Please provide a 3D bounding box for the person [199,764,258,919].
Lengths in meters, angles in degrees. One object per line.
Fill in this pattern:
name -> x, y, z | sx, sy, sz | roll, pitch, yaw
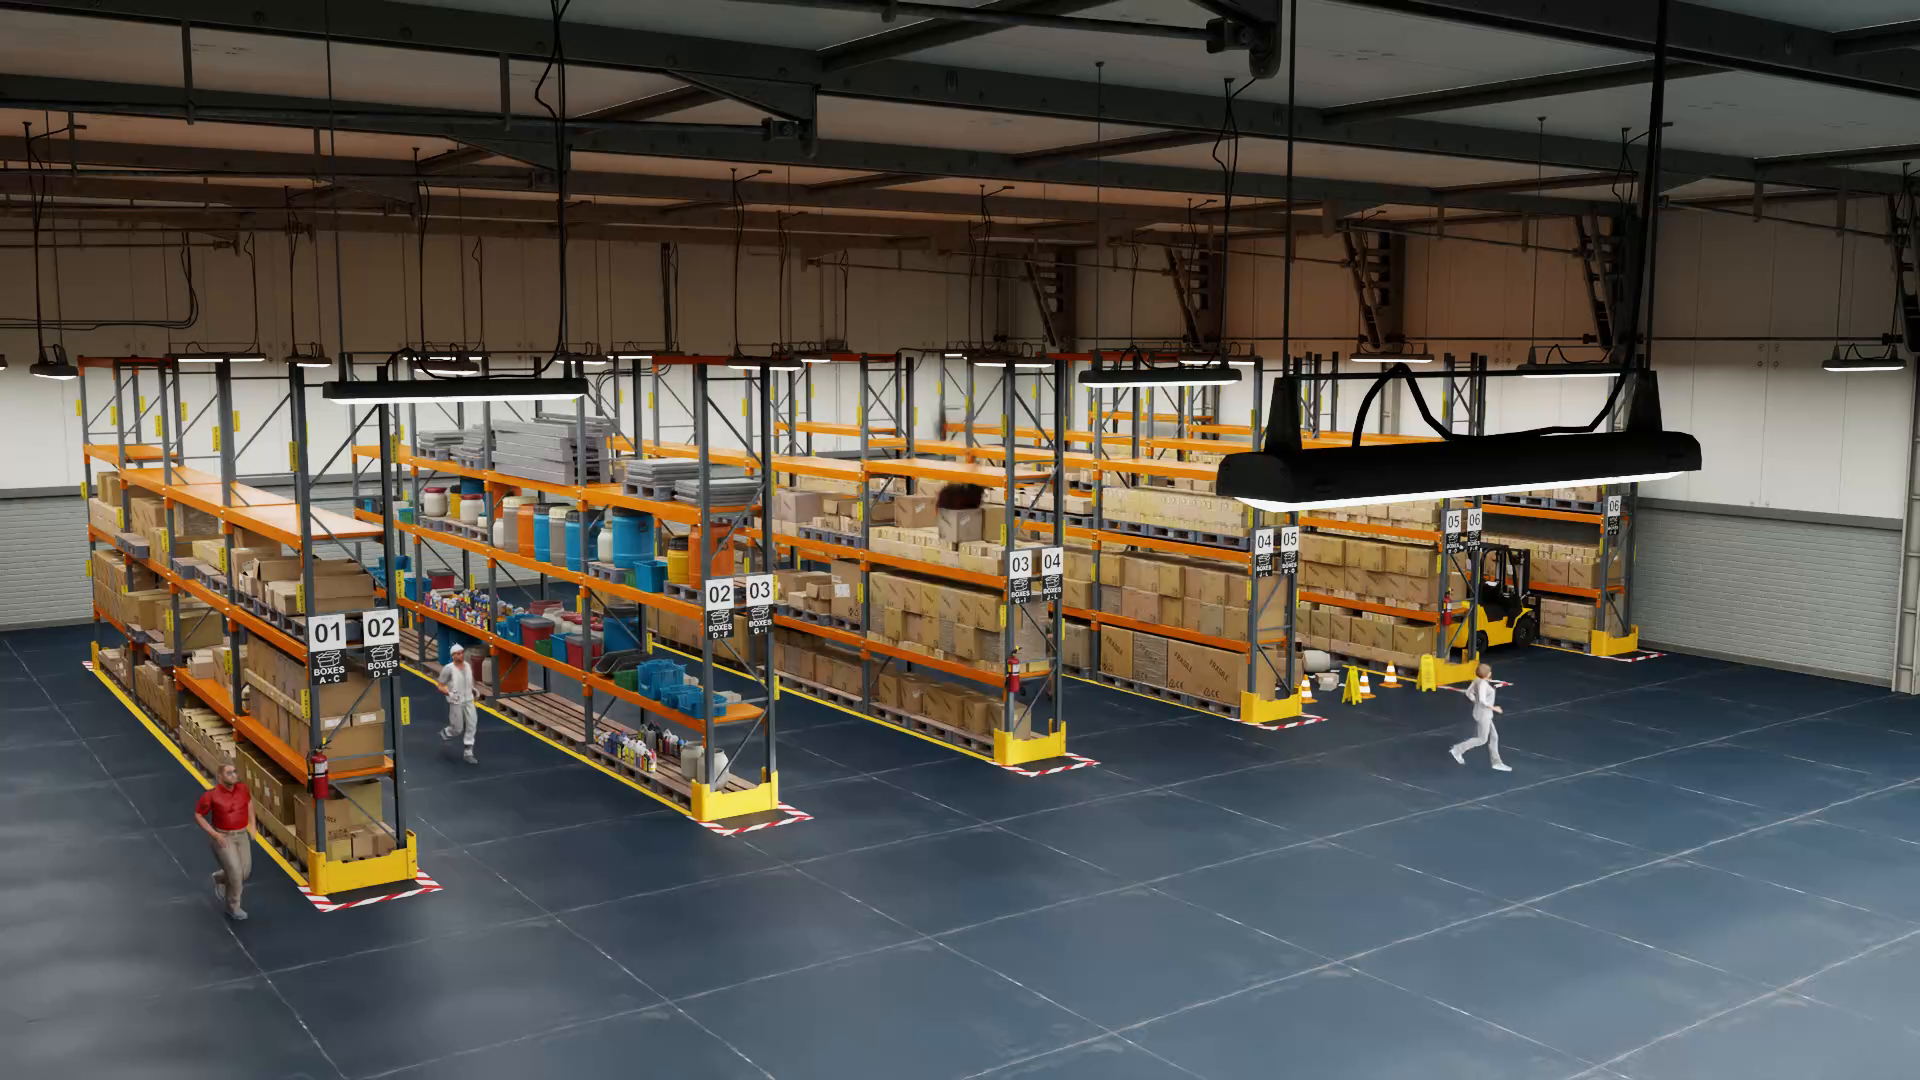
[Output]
person -> -8.059, 3.293, 18.335 | 0.629, 1.693, 0.698 | 4, 8, 28

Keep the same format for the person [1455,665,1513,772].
person -> 7.692, 2.605, 24.402 | 0.828, 1.574, 0.568 | 1, 7, 7

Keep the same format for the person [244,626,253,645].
person -> -13.834, 1.624, 32.287 | 0.651, 1.643, 0.620 | 5, 9, 36

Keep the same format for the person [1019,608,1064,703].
person -> 1.429, 1.971, 28.937 | 0.859, 1.698, 0.674 | 4, 8, 33

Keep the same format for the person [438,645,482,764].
person -> -7.487, 2.447, 24.948 | 0.785, 1.759, 0.657 | 6, 9, 42
